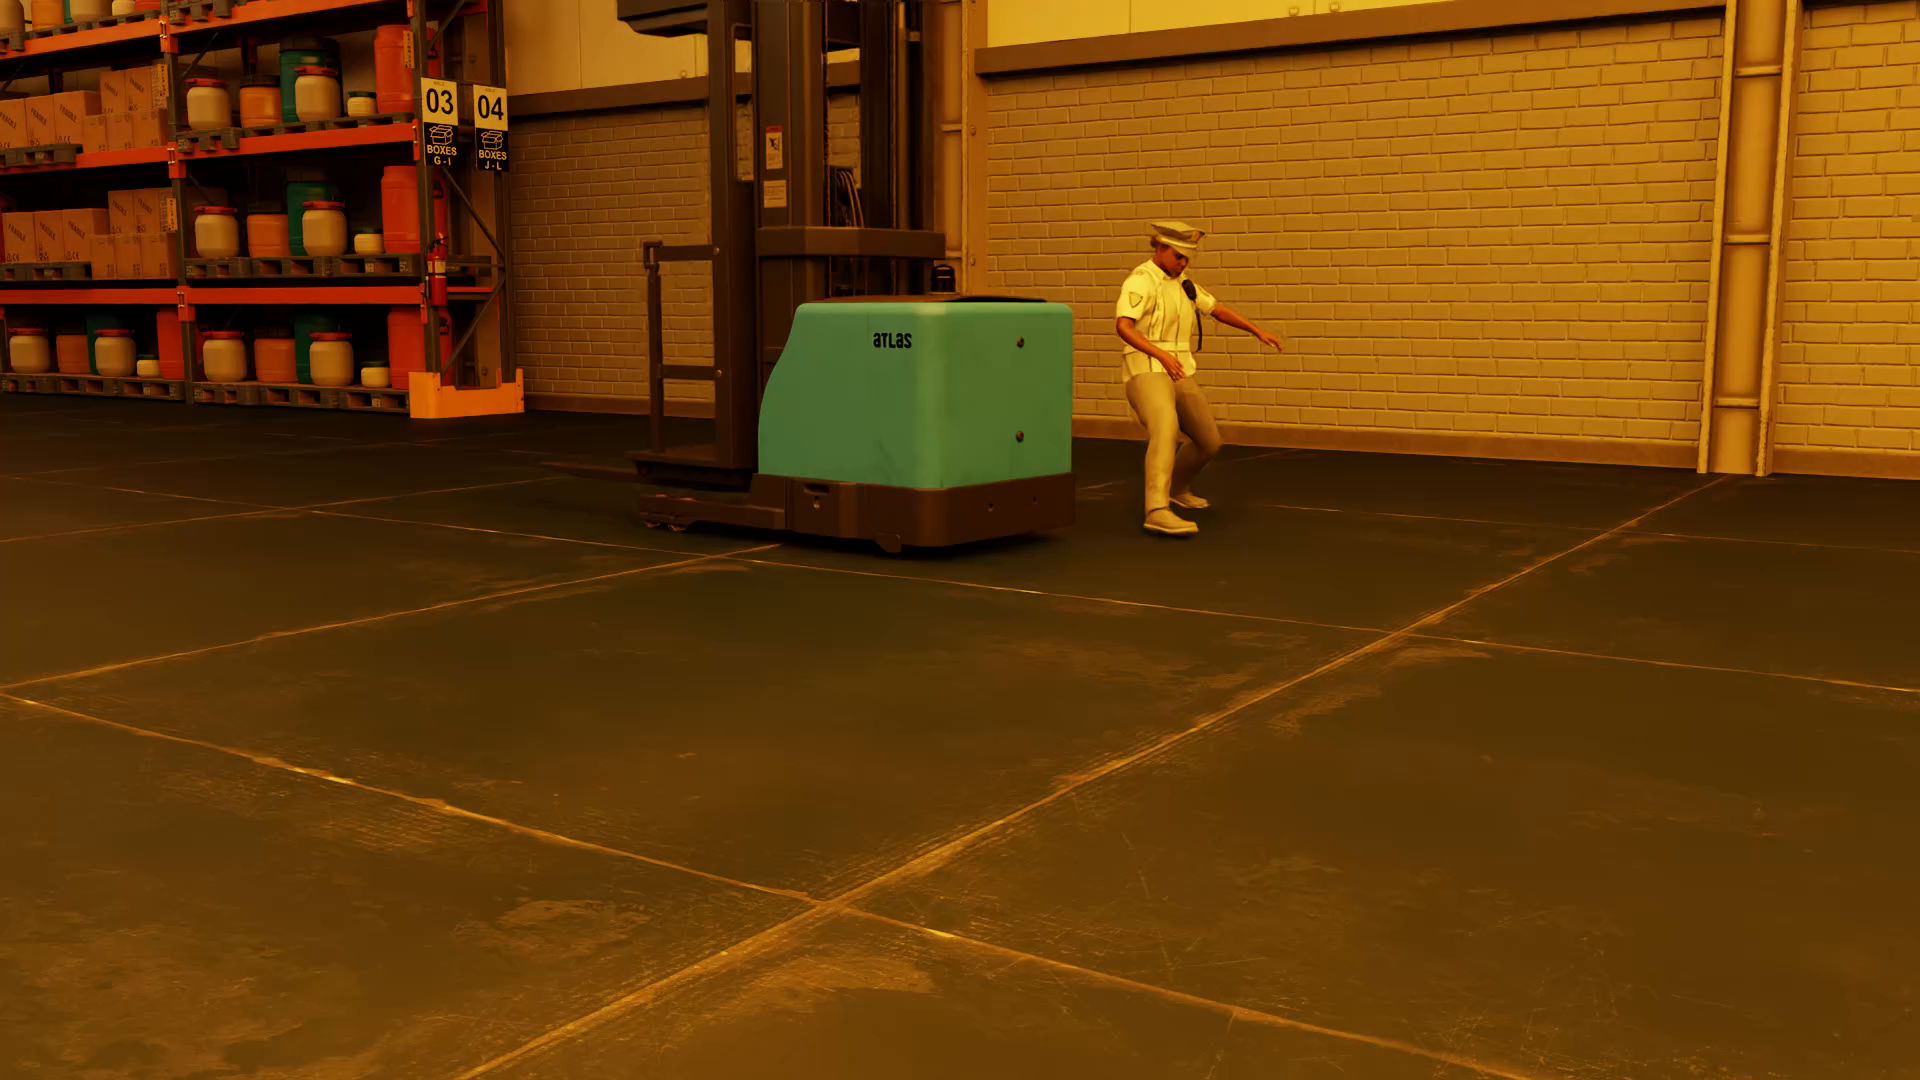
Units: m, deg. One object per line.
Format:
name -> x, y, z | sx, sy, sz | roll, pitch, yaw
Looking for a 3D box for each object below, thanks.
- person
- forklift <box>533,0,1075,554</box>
person -> 1.109, -0.813, 8.178 | 1.078, 1.484, 0.955 | -7, 11, -42
forklift -> -0.922, -1.539, 8.015 | 3.031, 2.935, 1.130 | 7, 11, 40
